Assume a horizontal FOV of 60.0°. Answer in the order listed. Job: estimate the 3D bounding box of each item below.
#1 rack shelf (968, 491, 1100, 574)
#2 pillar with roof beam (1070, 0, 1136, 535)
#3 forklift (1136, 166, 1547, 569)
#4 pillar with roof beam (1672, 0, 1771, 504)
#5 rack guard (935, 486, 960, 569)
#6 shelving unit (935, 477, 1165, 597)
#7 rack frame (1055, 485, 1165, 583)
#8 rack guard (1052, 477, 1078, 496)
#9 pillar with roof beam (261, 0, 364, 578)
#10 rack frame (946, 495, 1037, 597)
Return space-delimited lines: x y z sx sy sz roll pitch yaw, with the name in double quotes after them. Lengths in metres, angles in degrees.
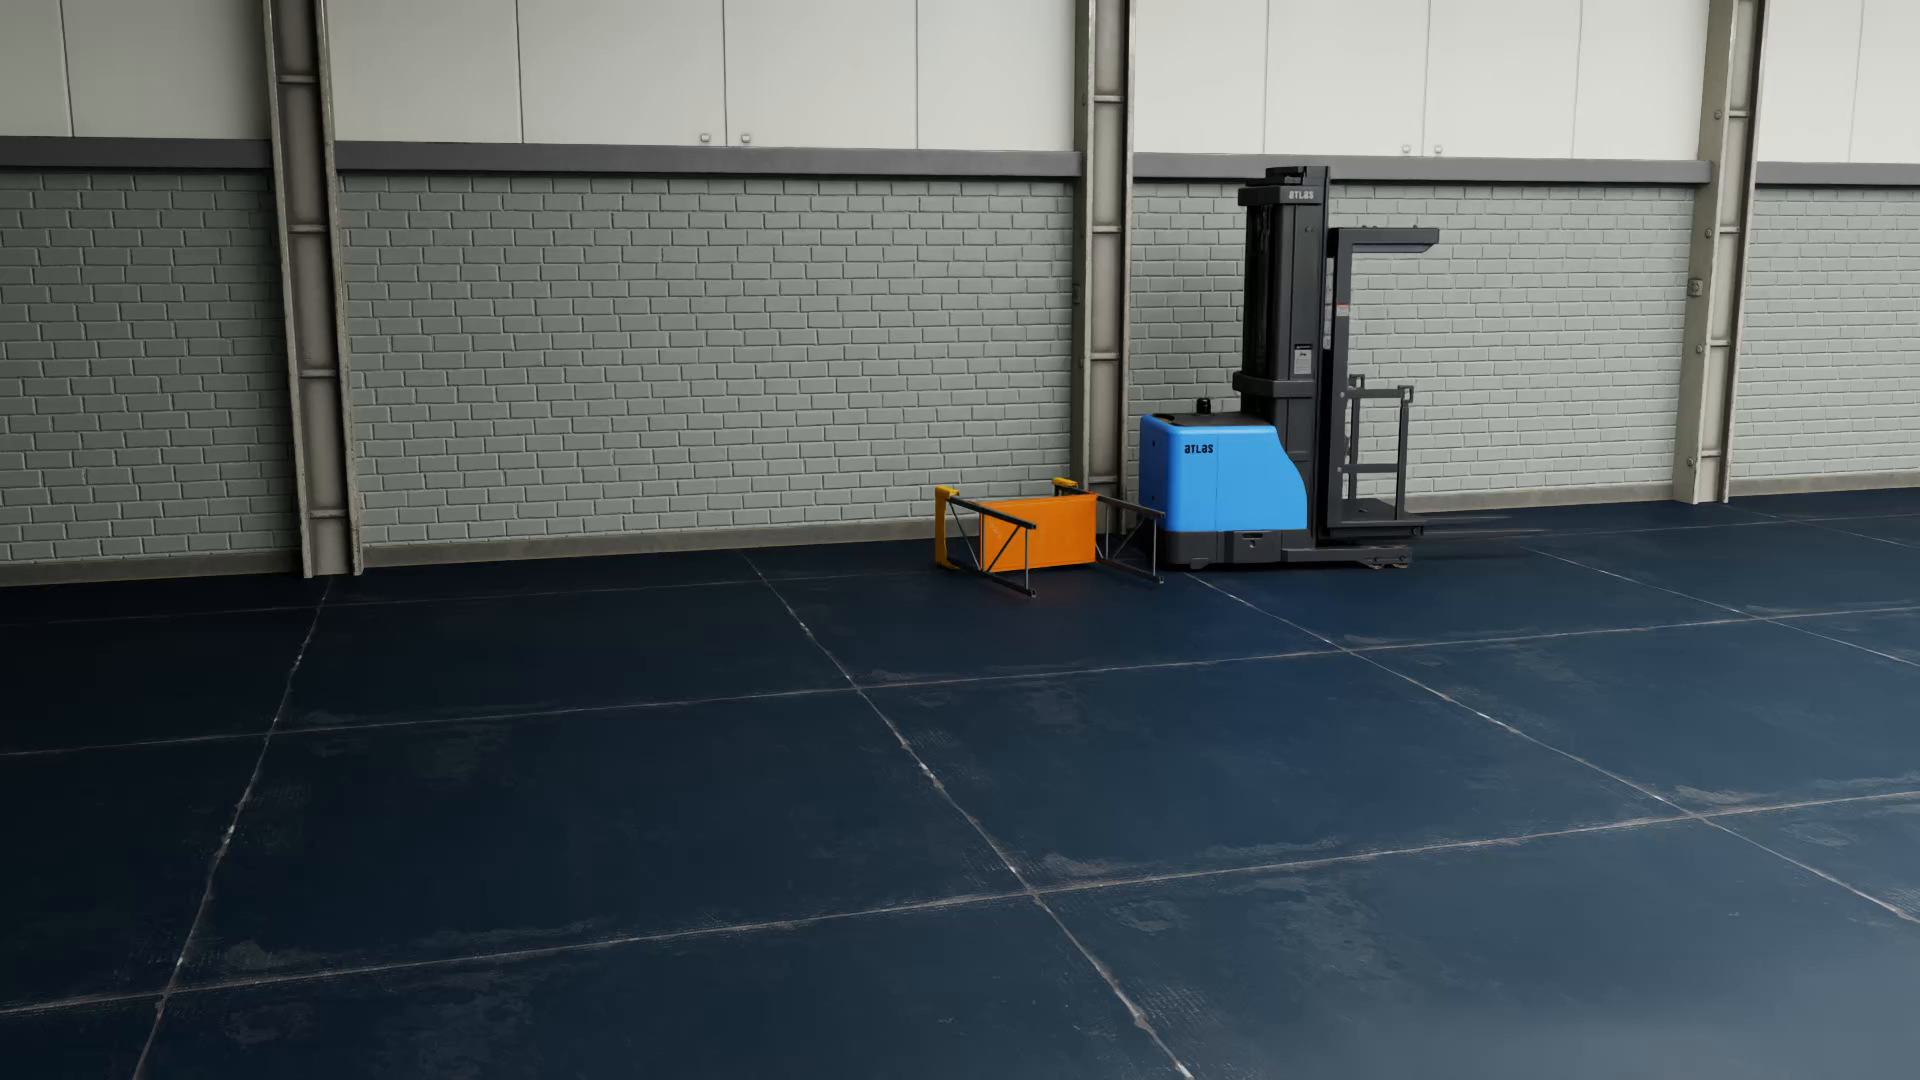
0.541 -0.058 12.166 1.000 0.538 0.185 -5 12 -26 "rack shelf"
2.353 -3.742 9.017 0.400 9.000 9.100 -3 11 -16 "pillar with roof beam"
2.943 -1.320 12.620 3.031 2.935 1.130 -1 11 -7 "forklift"
8.114 -4.045 10.667 0.400 9.000 9.100 -3 11 -16 "pillar with roof beam"
-0.094 -0.093 12.346 0.087 0.587 0.250 -5 12 -26 "rack guard"
0.629 -0.029 12.012 1.083 0.587 1.500 -5 12 -26 "shelving unit"
1.077 -0.069 12.228 0.032 0.500 1.500 -5 12 -26 "rack frame"
0.800 -0.173 12.779 0.087 0.587 0.250 -5 12 -26 "rack guard"
-3.408 -3.438 7.368 0.400 9.000 9.100 -3 11 -16 "pillar with roof beam"
0.165 0.013 11.787 0.032 0.500 1.500 -5 12 -26 "rack frame"
